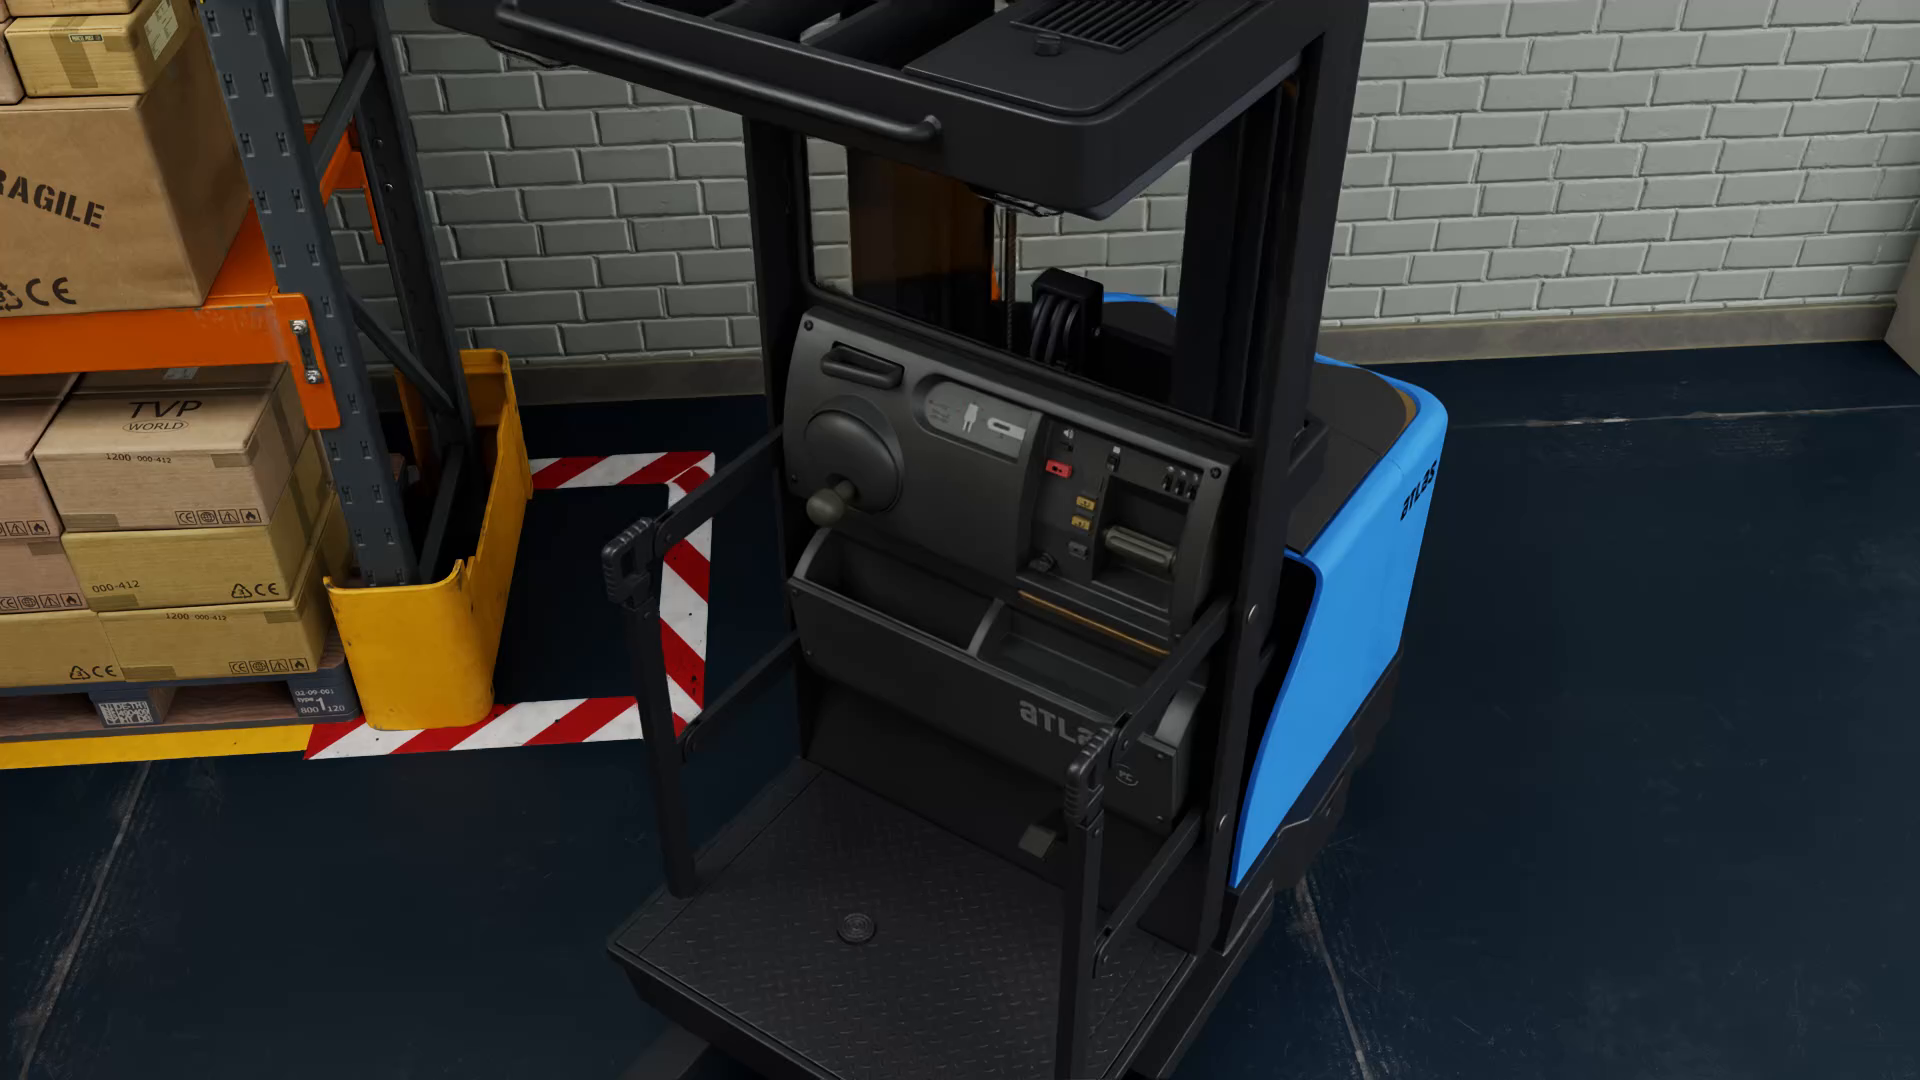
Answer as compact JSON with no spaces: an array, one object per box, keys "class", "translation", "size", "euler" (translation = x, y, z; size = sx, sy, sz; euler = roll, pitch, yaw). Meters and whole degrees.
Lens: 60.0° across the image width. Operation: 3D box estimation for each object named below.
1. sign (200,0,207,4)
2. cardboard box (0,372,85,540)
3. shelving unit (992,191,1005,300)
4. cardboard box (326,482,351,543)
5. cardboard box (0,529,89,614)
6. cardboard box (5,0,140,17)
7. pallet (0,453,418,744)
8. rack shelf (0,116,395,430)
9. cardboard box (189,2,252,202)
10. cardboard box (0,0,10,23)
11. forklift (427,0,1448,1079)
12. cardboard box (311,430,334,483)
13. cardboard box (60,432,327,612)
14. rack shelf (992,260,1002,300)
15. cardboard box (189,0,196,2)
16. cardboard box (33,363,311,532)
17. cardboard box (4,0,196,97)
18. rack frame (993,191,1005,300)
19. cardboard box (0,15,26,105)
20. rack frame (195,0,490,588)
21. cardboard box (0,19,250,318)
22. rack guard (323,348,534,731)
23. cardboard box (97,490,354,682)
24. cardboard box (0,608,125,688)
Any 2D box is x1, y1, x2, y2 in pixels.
[{"class":"sign","translation":[-1.517,-1.228,3.259],"size":[0.005,0.325,0.100],"euler":[-3,38,-4]},{"class":"cardboard box","translation":[-2.491,-0.245,4.212],"size":[0.500,0.250,0.500],"euler":[-2,38,-3]},{"class":"shelving unit","translation":[0.014,-0.472,4.879],"size":[0.189,1.200,0.258],"euler":[-3,38,-4]},{"class":"cardboard box","translation":[-2.058,-0.195,4.957],"size":[0.500,0.250,0.500],"euler":[-3,38,-4]},{"class":"cardboard box","translation":[-2.509,-0.057,4.378],"size":[0.500,0.250,0.500],"euler":[-3,38,-4]},{"class":"cardboard box","translation":[-1.890,-1.277,3.602],"size":[0.250,0.149,0.380],"euler":[-3,38,-4]},{"class":"pallet","translation":[-2.309,0.146,4.894],"size":[1.213,0.211,1.003],"euler":[-3,38,-4]},{"class":"rack shelf","translation":[-3.544,-0.624,4.200],"size":[4.000,0.370,1.077],"euler":[-3,38,-4]},{"class":"cardboard box","translation":[-2.069,-1.200,4.268],"size":[0.500,0.500,0.500],"euler":[-2,38,-3]},{"class":"cardboard box","translation":[-2.132,-1.244,3.561],"size":[0.250,0.149,0.380],"euler":[-3,38,-4]},{"class":"forklift","translation":[-0.056,-0.061,2.961],"size":[1.130,2.935,3.031],"euler":[22,43,26]},{"class":"cardboard box","translation":[-2.038,-0.400,4.813],"size":[0.500,0.250,0.500],"euler":[-2,38,-3]},{"class":"cardboard box","translation":[-2.009,-0.078,4.405],"size":[0.500,0.250,0.500],"euler":[-4,38,-5]},{"class":"rack shelf","translation":[0.014,-0.720,4.684],"size":[0.180,0.103,0.258],"euler":[-3,38,-4]},{"class":"cardboard box","translation":[-1.912,-1.451,4.064],"size":[0.250,0.149,0.380],"euler":[-4,38,-5]},{"class":"cardboard box","translation":[-1.982,-0.276,4.252],"size":[0.500,0.250,0.500],"euler":[-2,38,-2]},{"class":"cardboard box","translation":[-1.872,-1.118,3.641],"size":[0.250,0.149,0.380],"euler":[-3,38,-3]},{"class":"rack frame","translation":[0.106,-0.477,4.886],"size":[0.006,1.200,0.240],"euler":[-3,38,-4]},{"class":"cardboard box","translation":[-2.124,-1.086,3.600],"size":[0.250,0.149,0.380],"euler":[-3,38,-3]},{"class":"rack frame","translation":[-1.551,-1.016,4.116],"size":[0.127,3.000,1.000],"euler":[-3,38,-4]},{"class":"cardboard box","translation":[-2.018,-0.866,3.846],"size":[0.500,0.500,0.500],"euler":[-4,38,-5]},{"class":"rack guard","translation":[-1.527,-0.036,4.892],"size":[0.348,0.500,1.175],"euler":[-3,38,-4]},{"class":"cardboard box","translation":[-1.991,0.119,4.558],"size":[0.500,0.250,0.500],"euler":[-3,38,-4]},{"class":"cardboard box","translation":[-2.488,0.141,4.531],"size":[0.500,0.250,0.500],"euler":[-3,38,-4]}]
